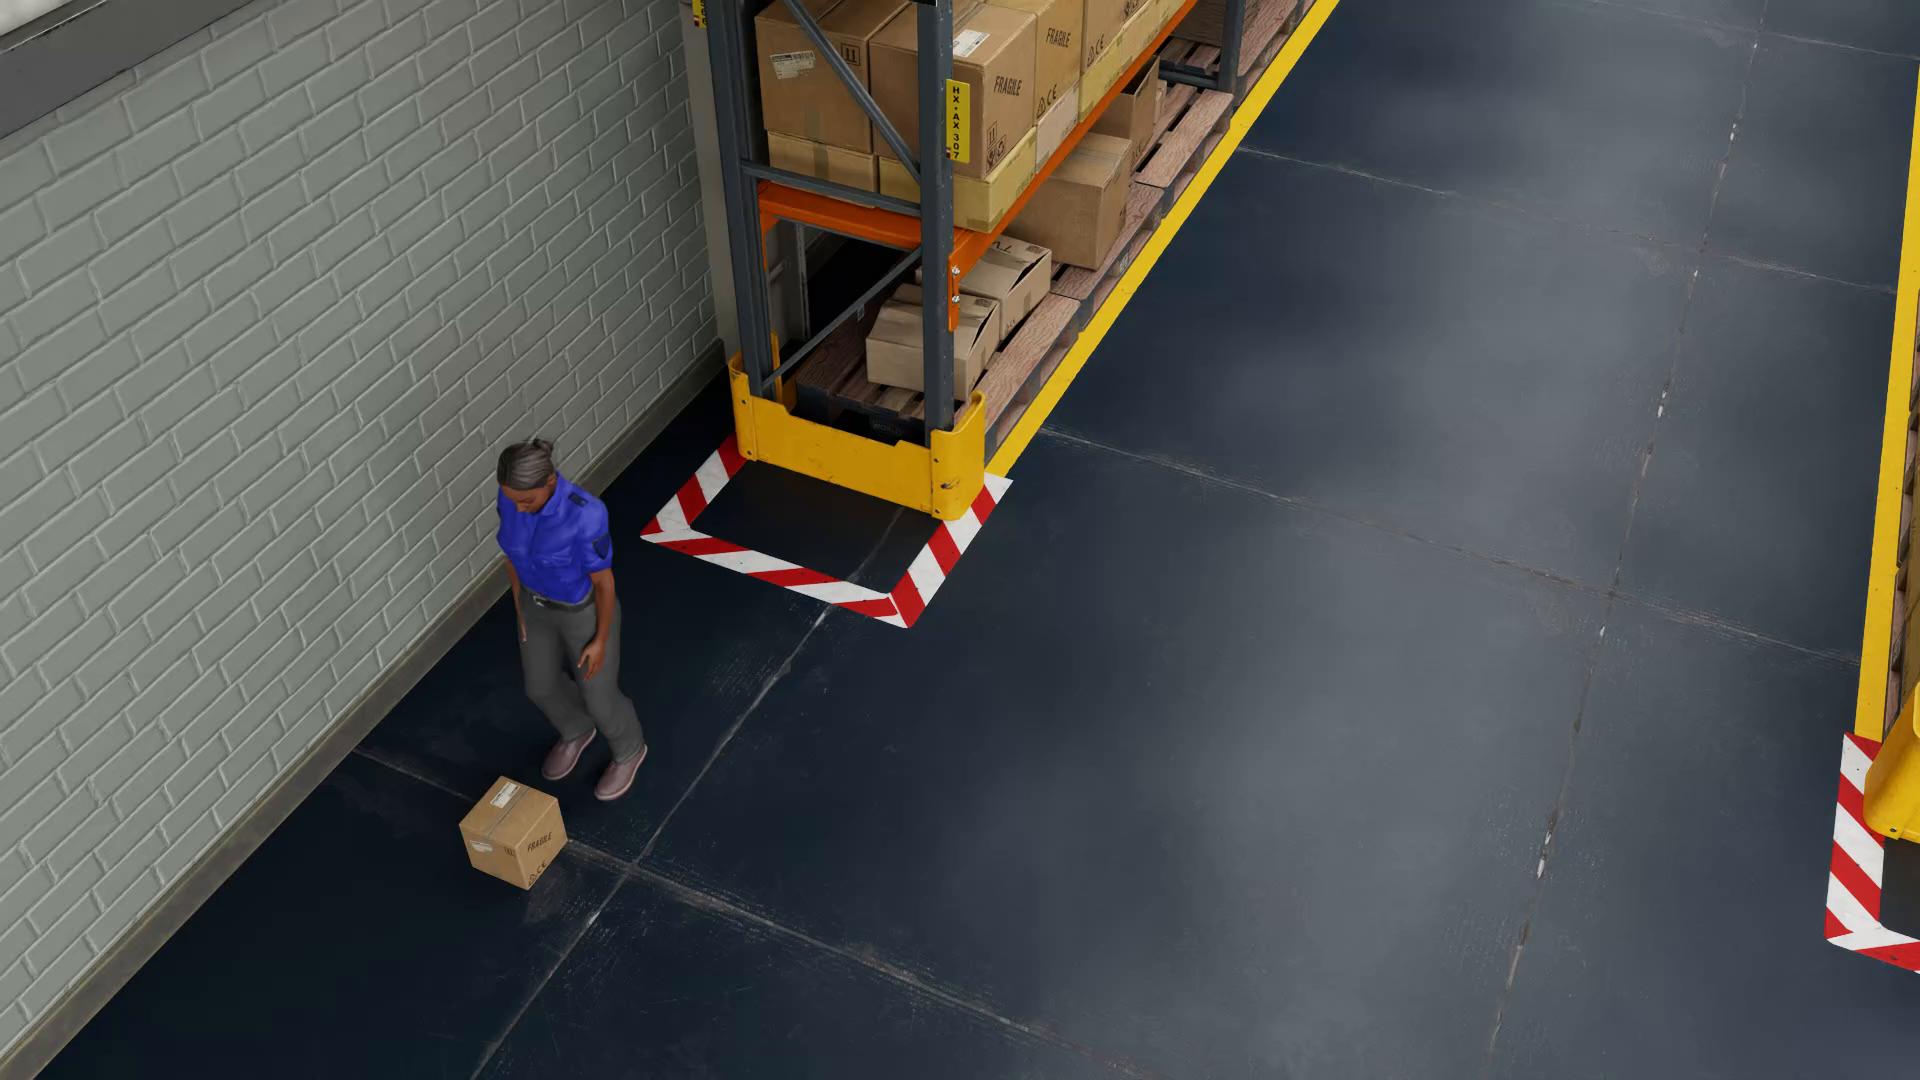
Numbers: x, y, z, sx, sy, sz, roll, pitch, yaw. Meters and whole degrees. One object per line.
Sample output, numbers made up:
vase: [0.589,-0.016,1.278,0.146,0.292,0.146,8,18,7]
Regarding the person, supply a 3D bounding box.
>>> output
person: [-1.463,0.690,6.090,0.471,0.814,0.808,17,45,18]
